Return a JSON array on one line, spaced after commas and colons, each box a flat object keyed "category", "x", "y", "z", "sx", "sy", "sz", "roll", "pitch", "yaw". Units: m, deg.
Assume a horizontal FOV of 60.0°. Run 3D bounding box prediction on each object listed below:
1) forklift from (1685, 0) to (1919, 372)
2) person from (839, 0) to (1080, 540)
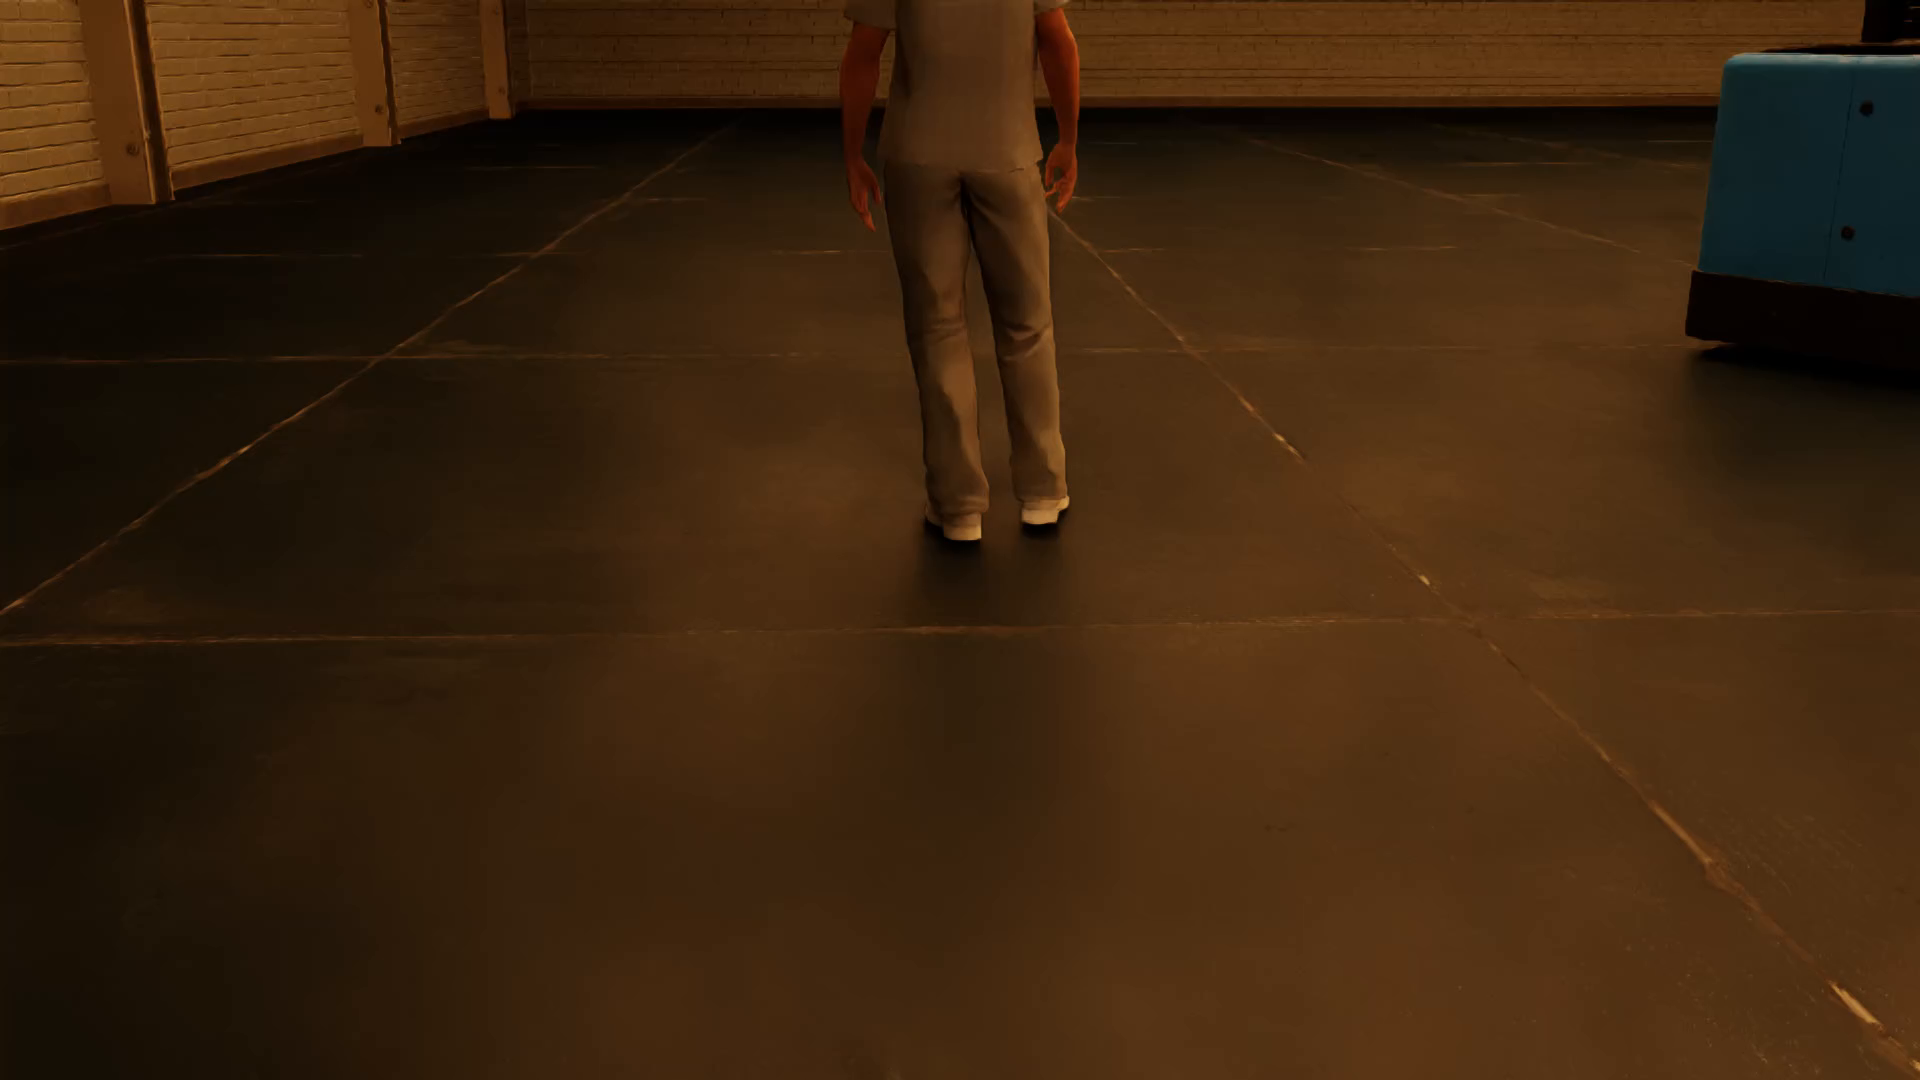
[{"category": "forklift", "x": 4.185, "y": -2.228, "z": 6.189, "sx": 3.031, "sy": 2.935, "sz": 1.130, "roll": -12, "pitch": 21, "yaw": -33}, {"category": "person", "x": 0.009, "y": -0.830, "z": 3.742, "sx": 0.550, "sy": 1.674, "sz": 0.548, "roll": -1, "pitch": 17, "yaw": -3}]
